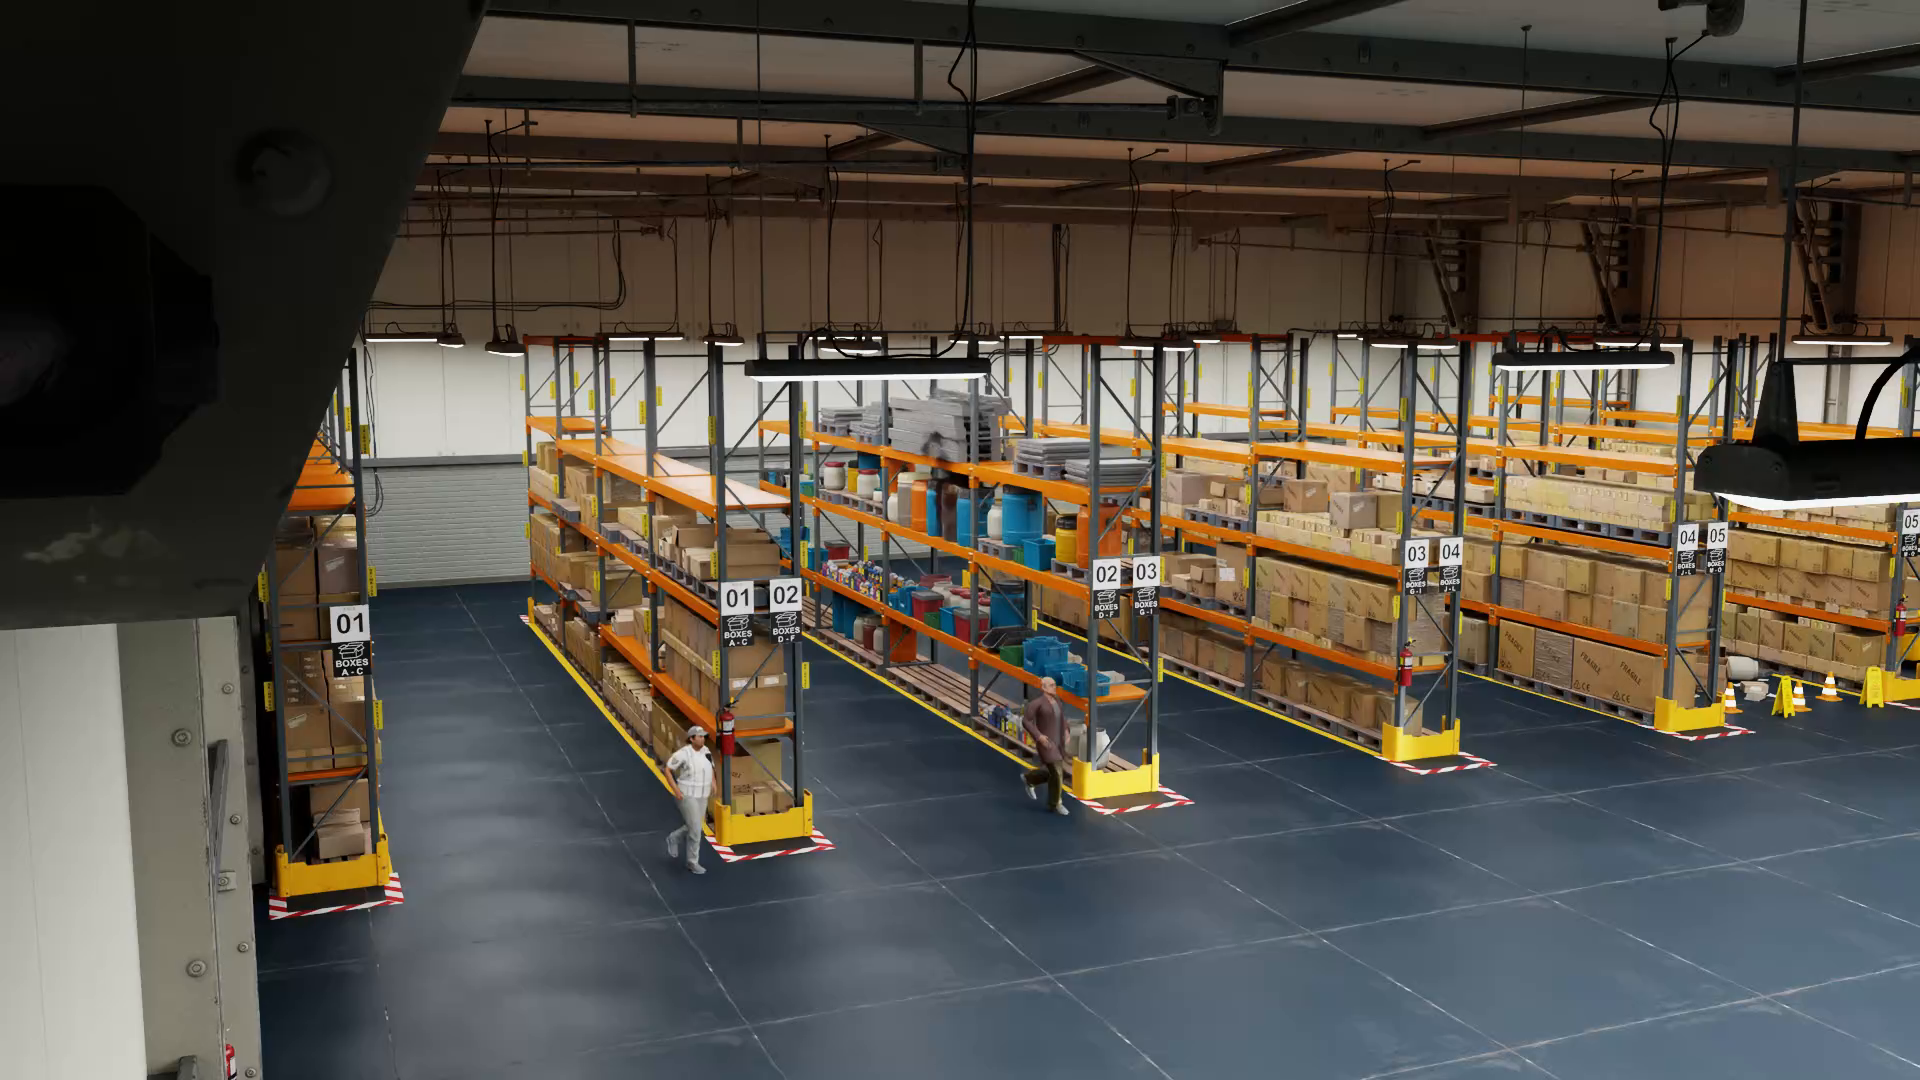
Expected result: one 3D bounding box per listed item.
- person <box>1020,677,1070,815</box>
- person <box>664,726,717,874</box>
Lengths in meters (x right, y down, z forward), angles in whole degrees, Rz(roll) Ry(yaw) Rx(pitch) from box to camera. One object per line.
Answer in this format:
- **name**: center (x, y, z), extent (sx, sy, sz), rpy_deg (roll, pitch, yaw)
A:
- **person**: center (1.108, 2.637, 21.503), extent (0.808, 1.775, 0.752), rpy_deg (6, 10, 38)
- **person**: center (-3.115, 2.977, 19.330), extent (0.733, 1.654, 0.641), rpy_deg (6, 10, 38)
